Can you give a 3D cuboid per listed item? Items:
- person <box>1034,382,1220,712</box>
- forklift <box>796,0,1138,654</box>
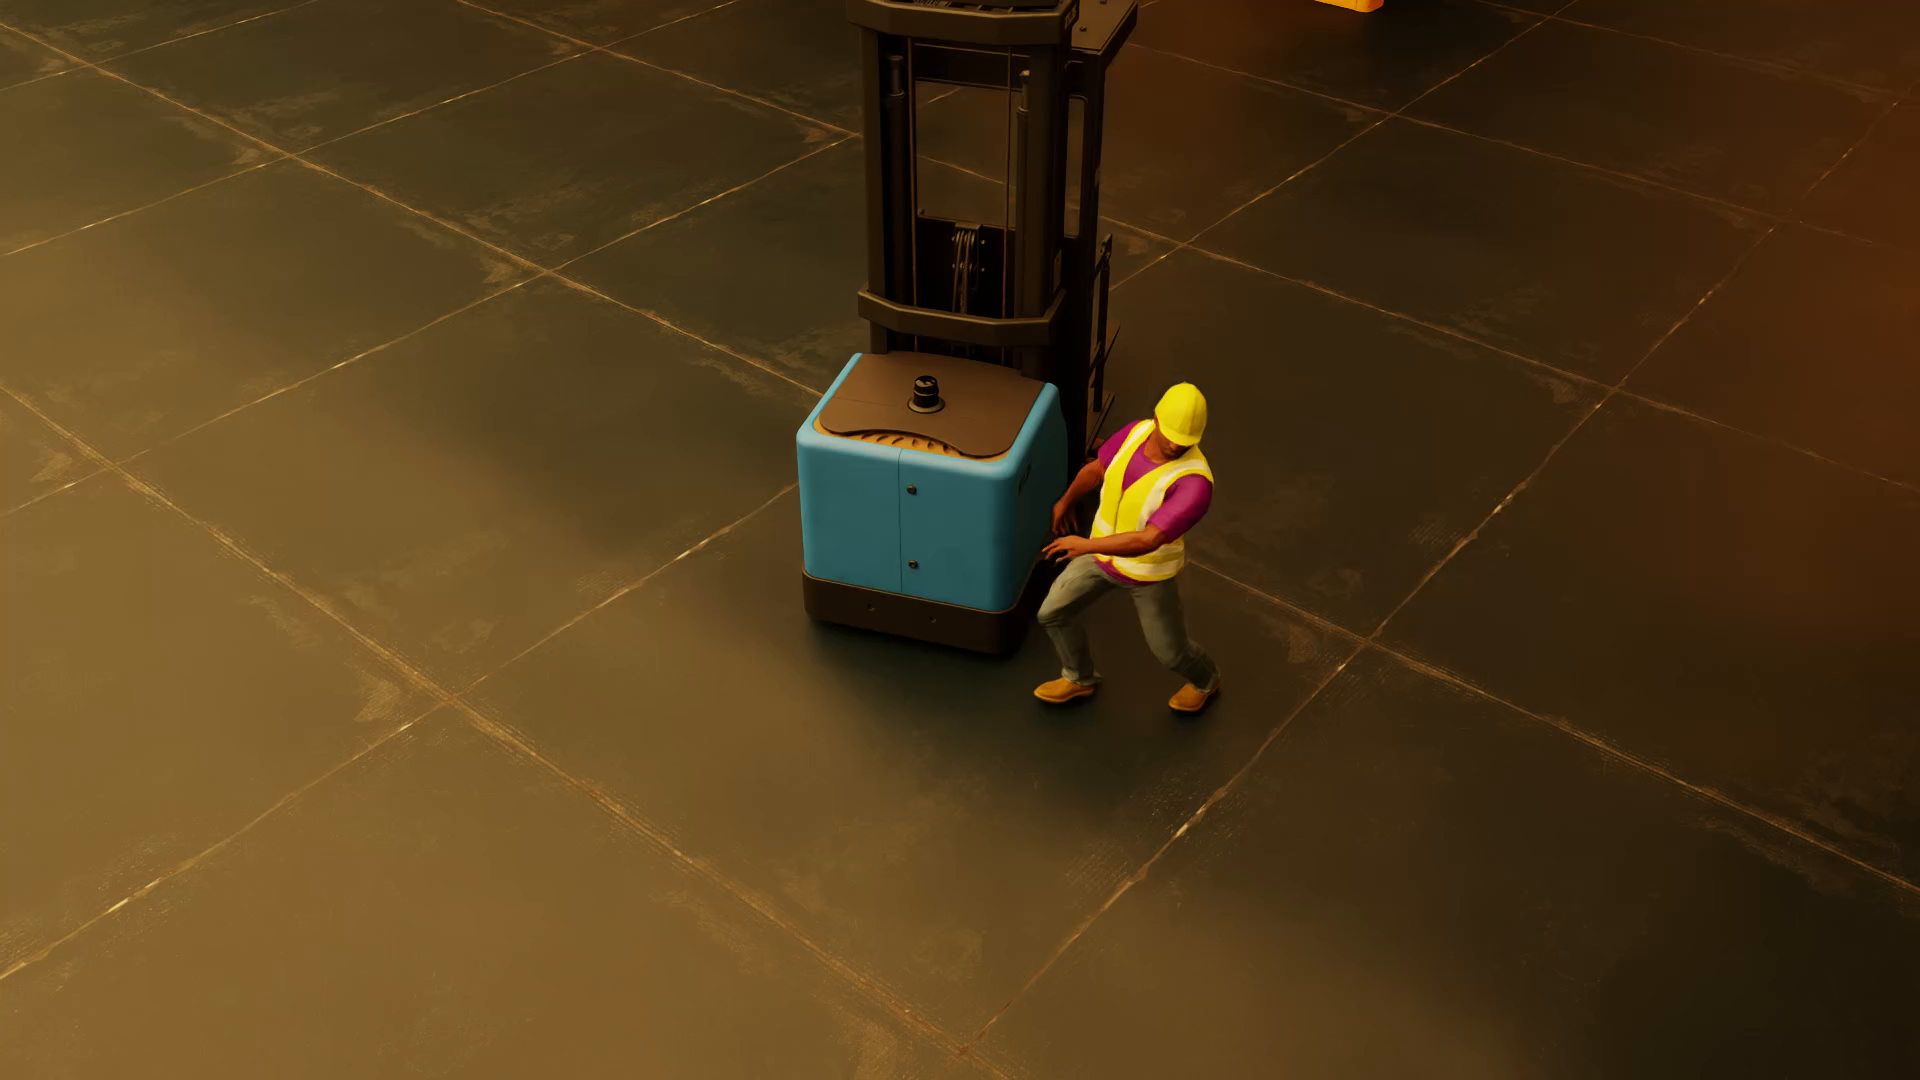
[{"bbox_3d":[0.647,0.051,7.042,0.853,1.659,0.794,-30,45,-34],"label":"person"},{"bbox_3d":[0.182,-1.527,8.118,1.130,2.935,3.031,10,37,14],"label":"forklift"}]
